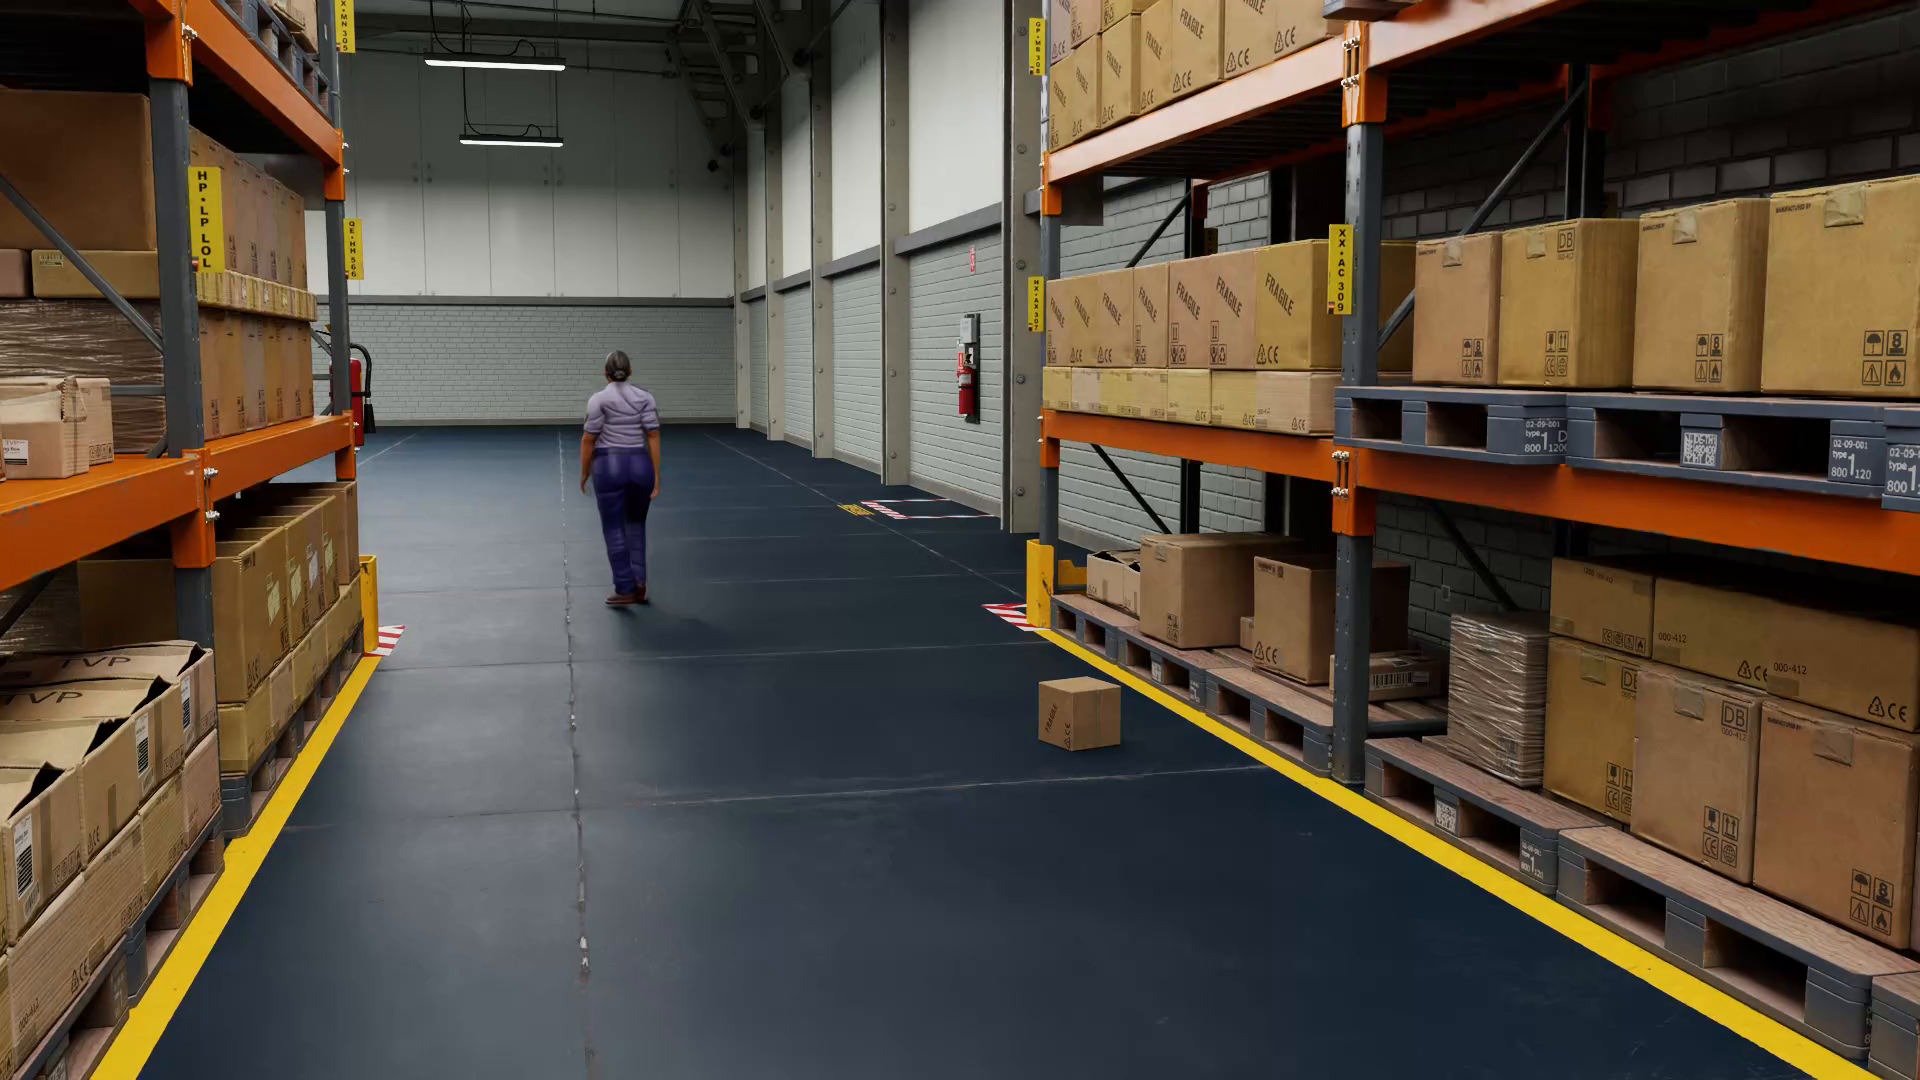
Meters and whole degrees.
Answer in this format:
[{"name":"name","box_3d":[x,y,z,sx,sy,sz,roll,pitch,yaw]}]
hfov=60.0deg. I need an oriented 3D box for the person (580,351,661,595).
[{"name":"person","box_3d":[-2.204,-0.447,10.803,0.490,1.559,0.490,-4,7,-33]}]
